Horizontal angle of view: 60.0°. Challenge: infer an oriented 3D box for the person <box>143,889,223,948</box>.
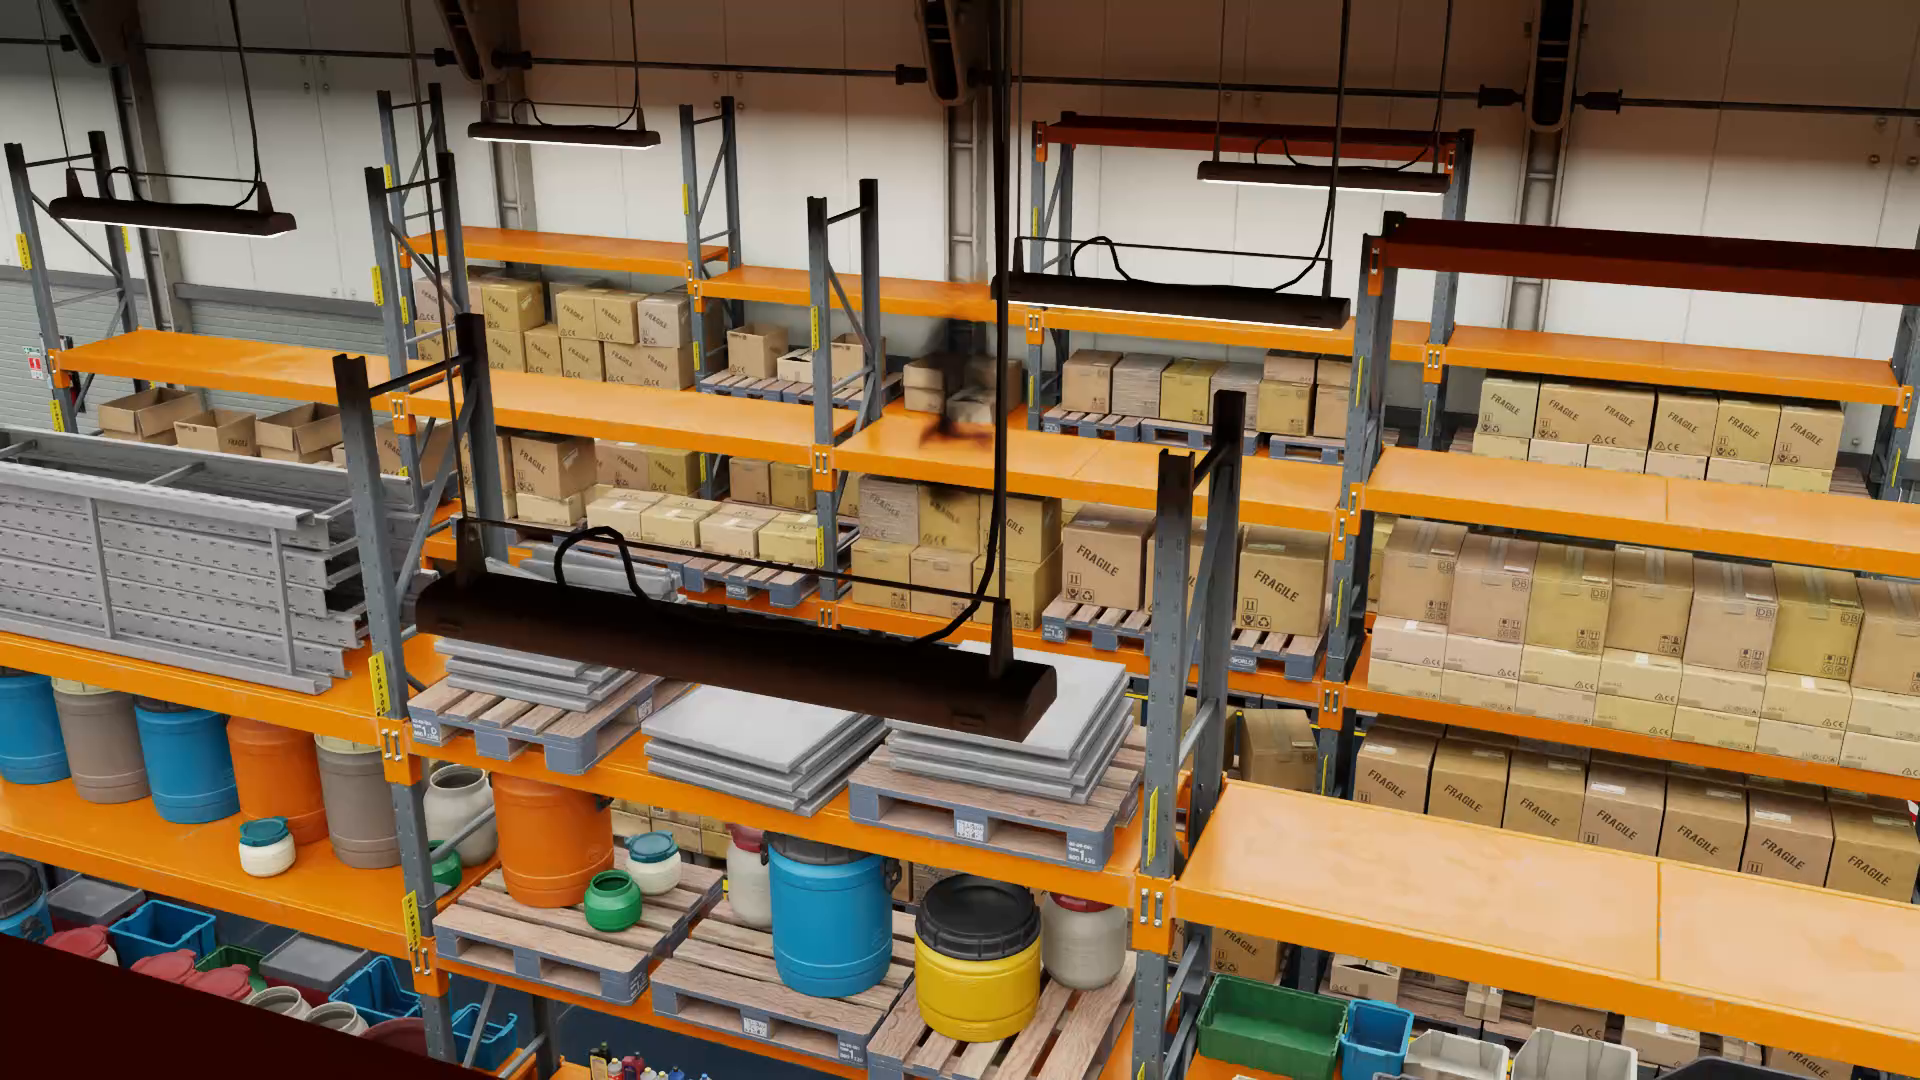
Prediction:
[{"bbox_3d":[-5.908,2.847,12.526,0.902,1.761,0.762,-11,23,-26],"label":"person"}]
